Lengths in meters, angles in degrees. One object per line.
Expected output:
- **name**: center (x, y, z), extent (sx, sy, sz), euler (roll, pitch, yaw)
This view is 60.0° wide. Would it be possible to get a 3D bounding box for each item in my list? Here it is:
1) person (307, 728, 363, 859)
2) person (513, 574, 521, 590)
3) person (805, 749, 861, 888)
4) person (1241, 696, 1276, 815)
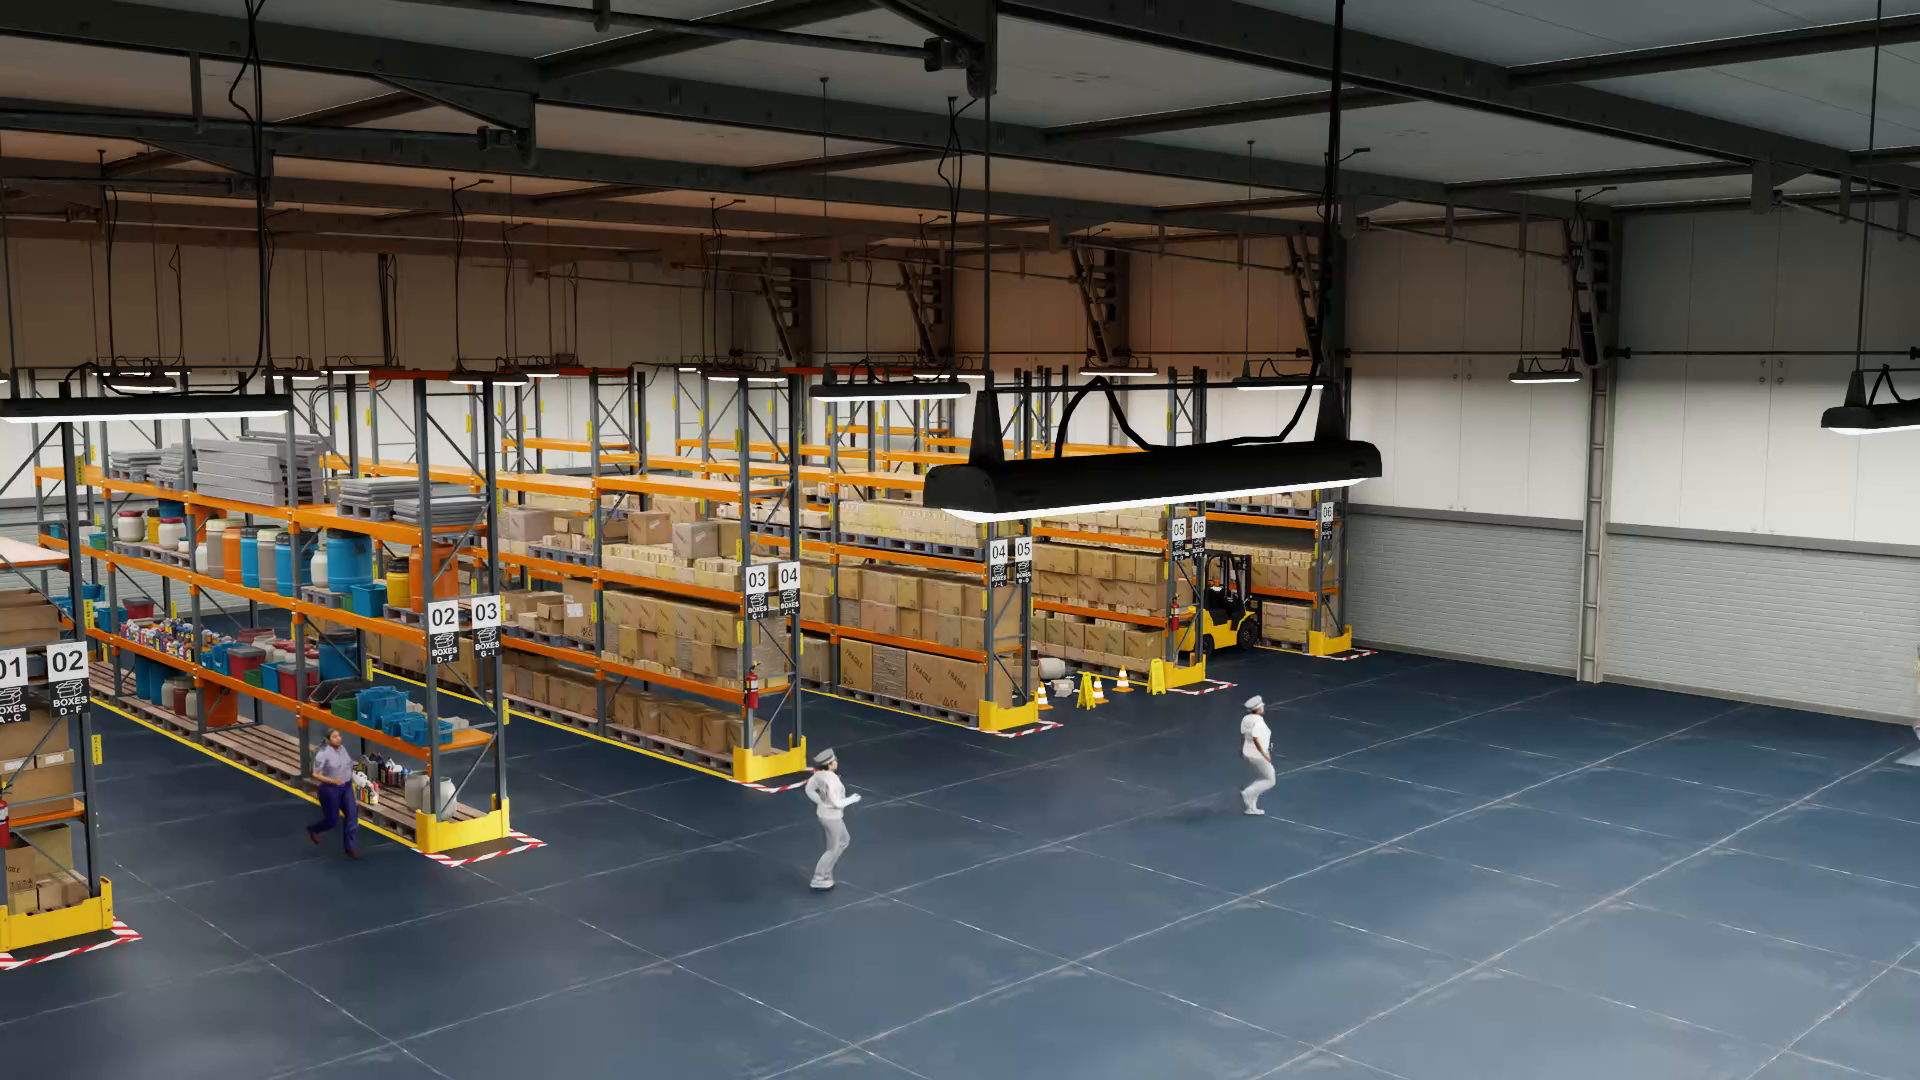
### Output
- **person**: center (-7.866, 3.176, 20.927), extent (0.849, 1.627, 0.607), euler (4, 7, 30)
- **person**: center (-10.664, 0.866, 40.863), extent (0.711, 1.755, 0.722), euler (0, 6, 3)
- **person**: center (-1.489, 3.286, 19.650), extent (0.614, 1.685, 0.596), euler (-3, 7, -21)
- **person**: center (4.071, 2.952, 22.770), extent (0.558, 1.653, 0.574), euler (-2, 7, -20)
